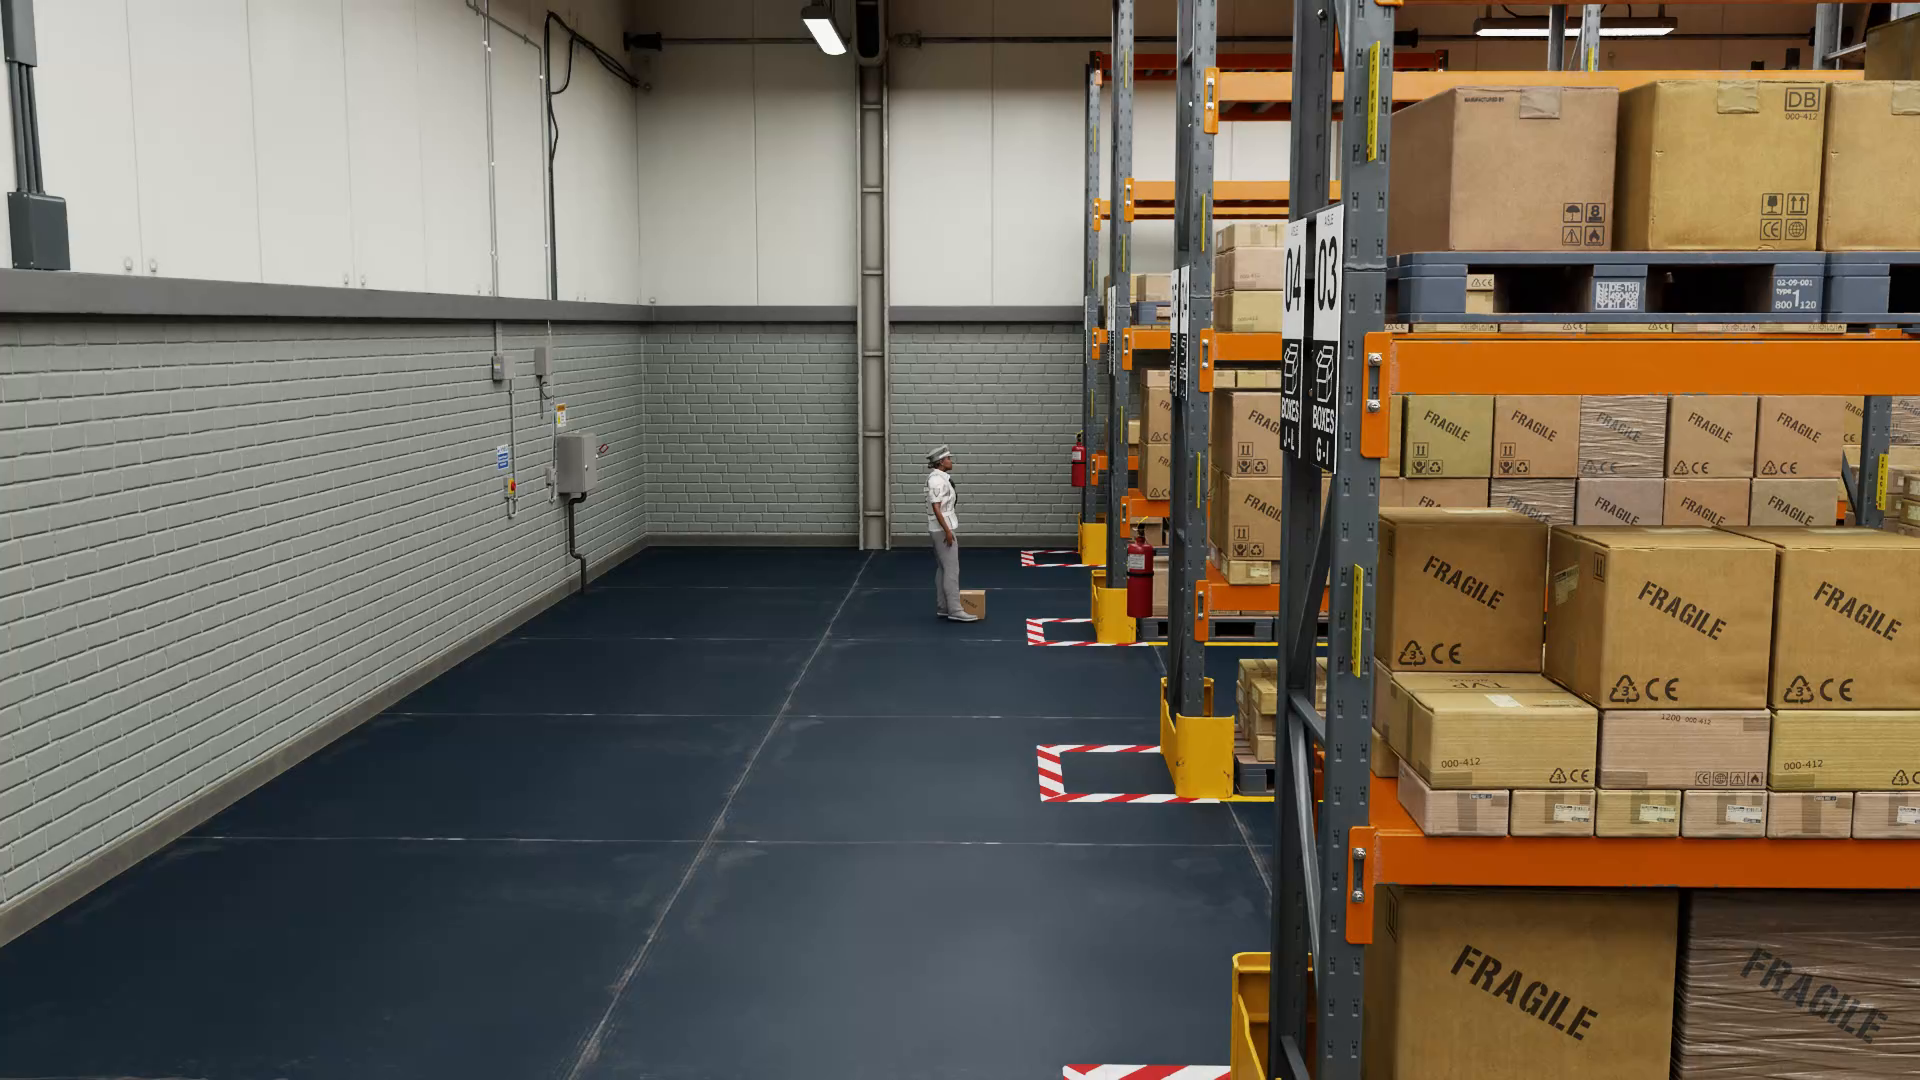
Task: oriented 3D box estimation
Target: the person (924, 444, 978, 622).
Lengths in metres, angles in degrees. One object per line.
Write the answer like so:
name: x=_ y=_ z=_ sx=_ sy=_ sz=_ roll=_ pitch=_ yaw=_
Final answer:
person: x=-0.087 y=-0.083 z=16.233 sx=0.530 sy=1.692 sz=0.569 roll=0 pitch=7 yaw=1
